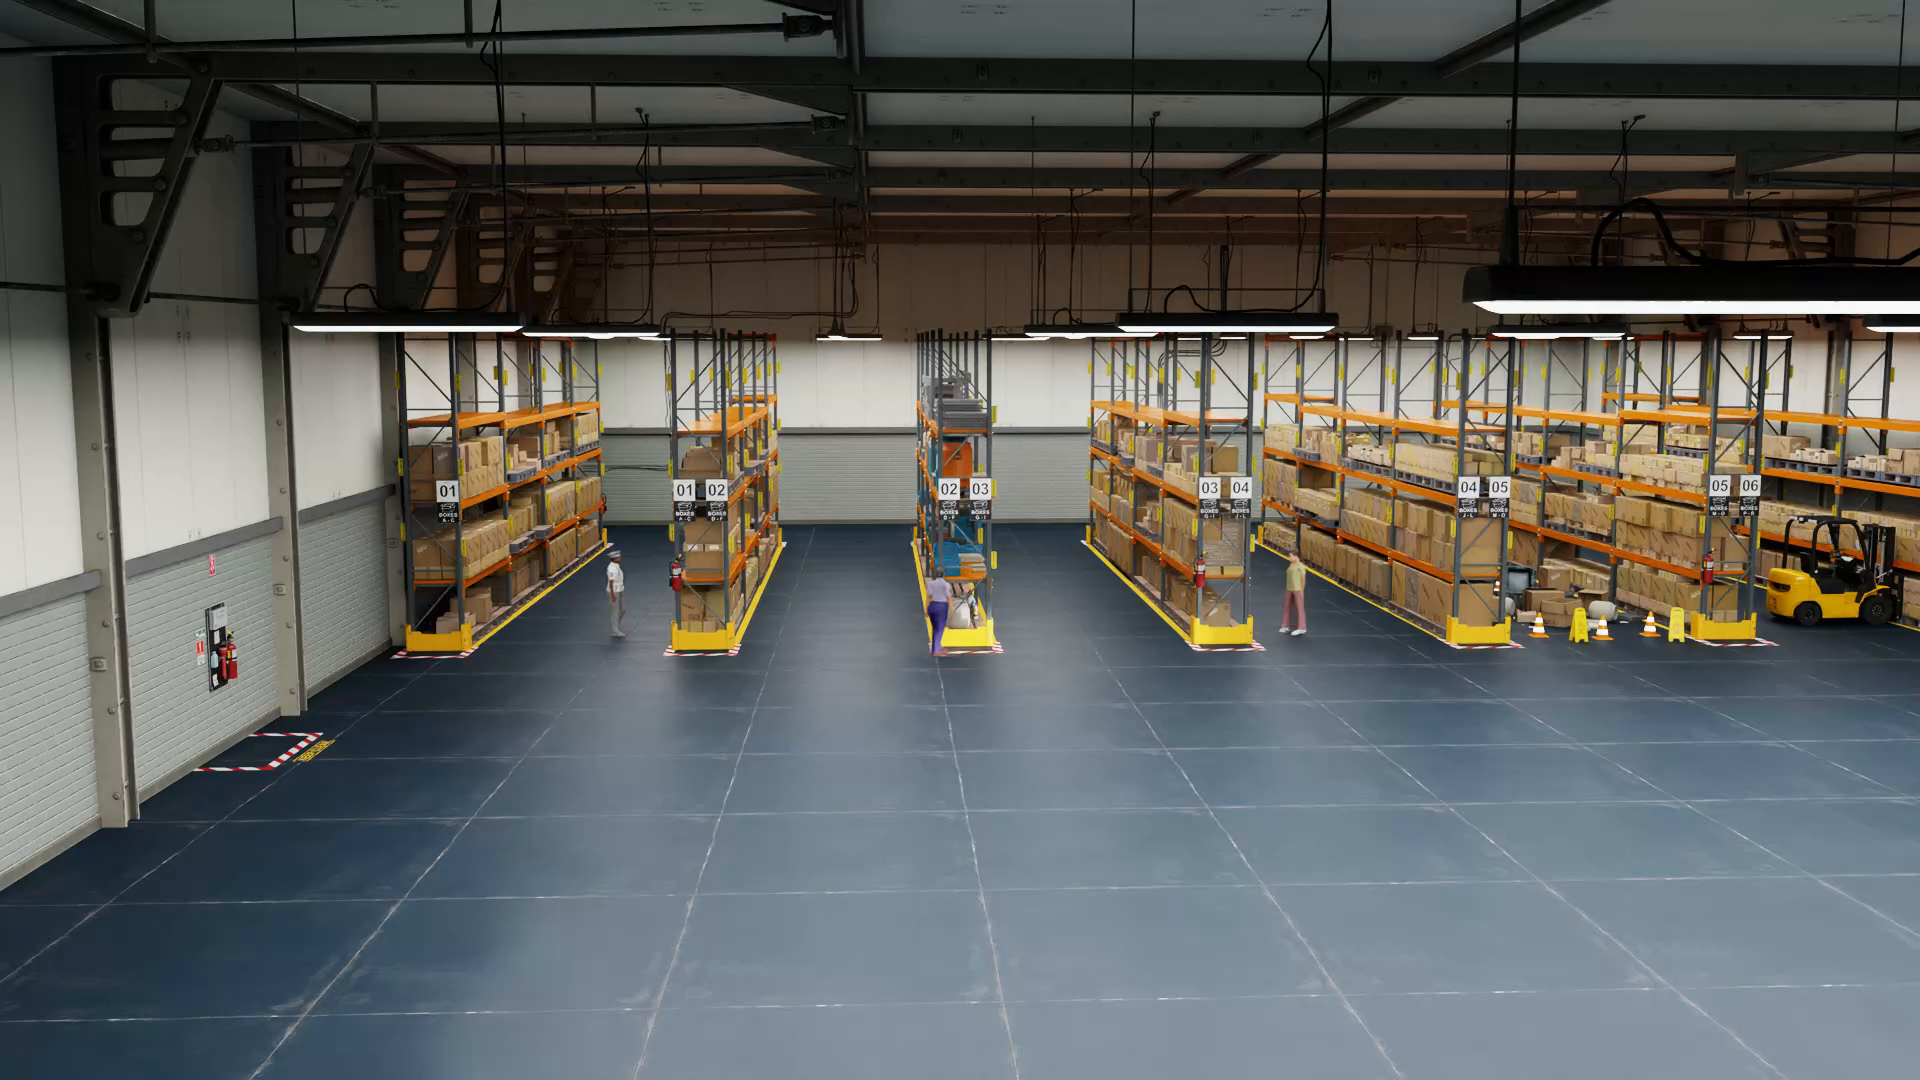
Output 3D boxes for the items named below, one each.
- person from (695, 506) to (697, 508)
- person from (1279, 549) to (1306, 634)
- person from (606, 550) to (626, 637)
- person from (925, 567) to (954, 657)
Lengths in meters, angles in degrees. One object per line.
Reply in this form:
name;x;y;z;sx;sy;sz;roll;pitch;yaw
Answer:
person;-7.665;-0.934;48.920;0.472;1.758;0.582;1;7;6
person;6.596;1.007;32.951;0.442;1.675;0.511;-6;9;-39
person;-6.793;1.050;32.773;0.461;1.706;0.517;1;7;11
person;-0.340;1.310;30.650;0.555;1.643;0.543;-6;9;-41
